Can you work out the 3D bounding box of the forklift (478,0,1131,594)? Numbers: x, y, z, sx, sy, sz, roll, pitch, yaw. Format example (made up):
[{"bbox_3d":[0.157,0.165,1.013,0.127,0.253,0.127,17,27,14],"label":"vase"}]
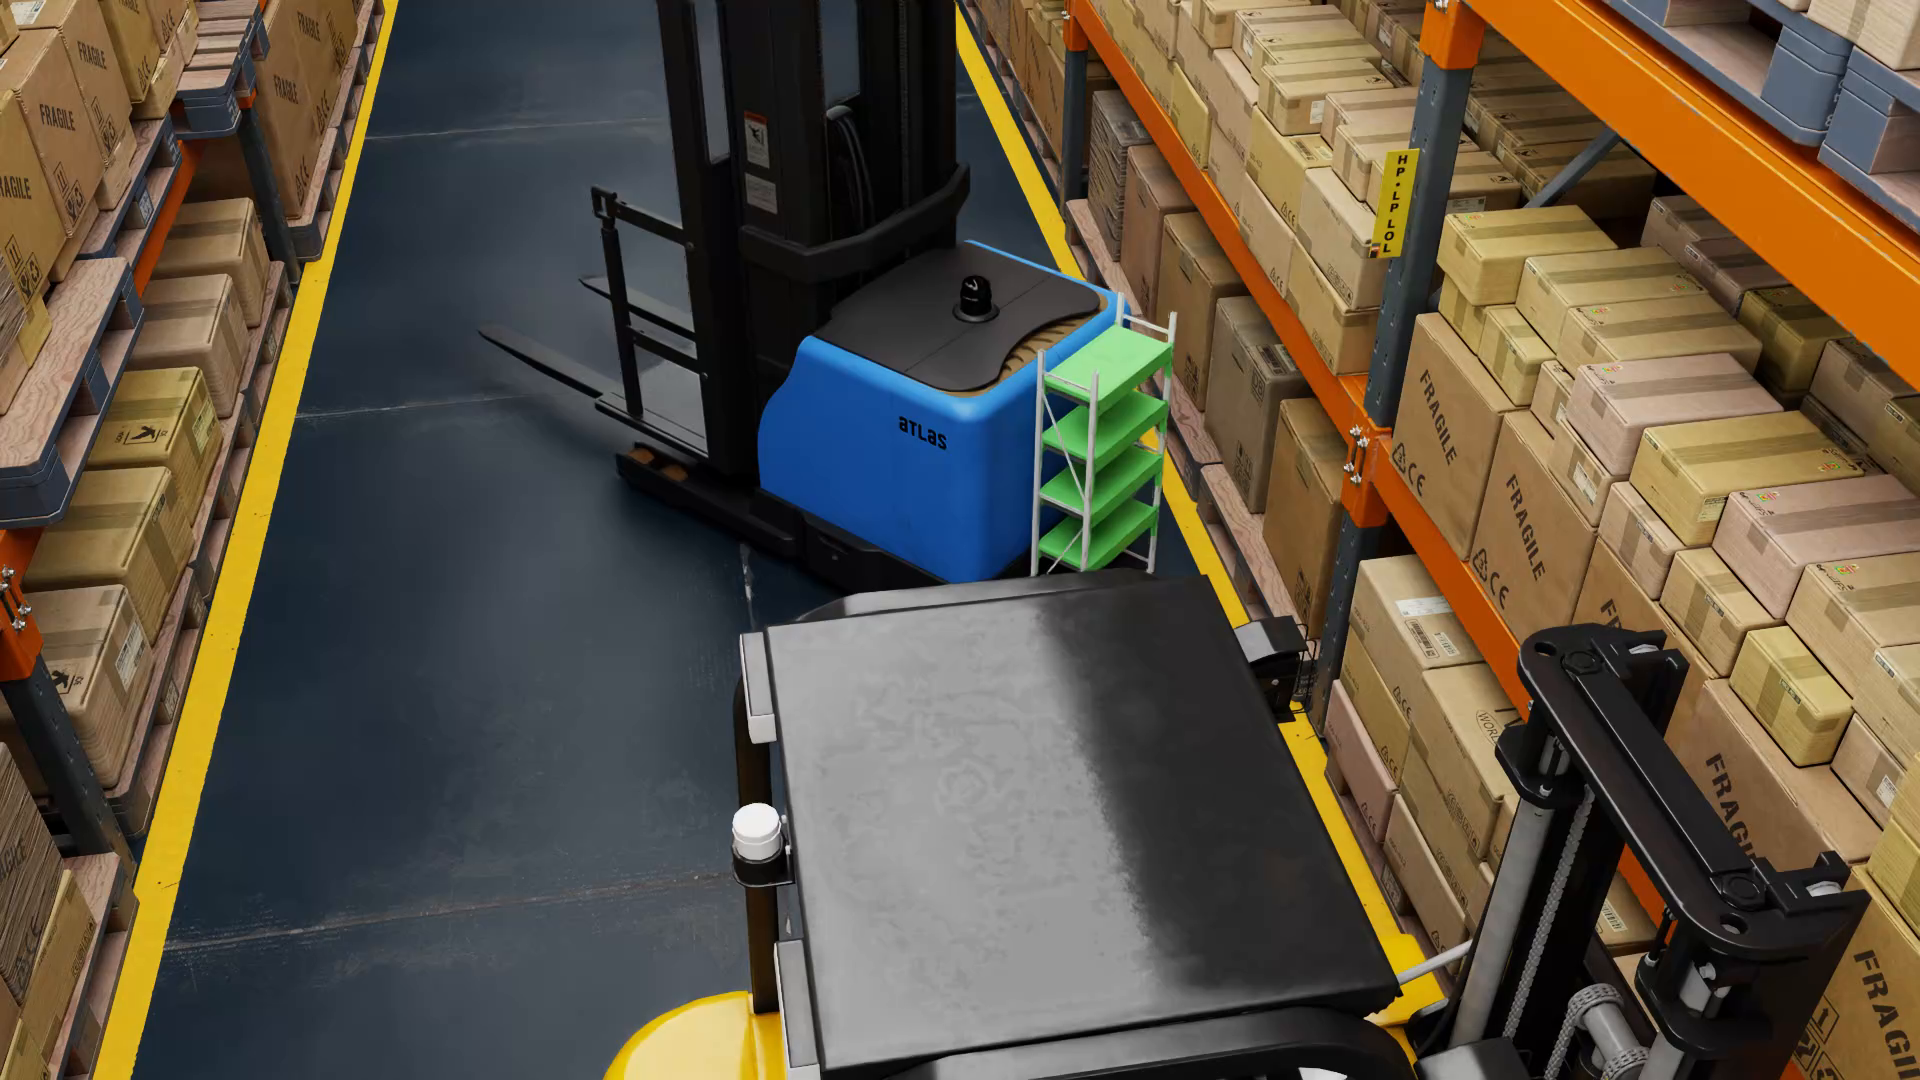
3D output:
[{"bbox_3d":[-0.820,-1.534,6.336,3.031,2.935,1.130,26,45,29],"label":"forklift"}]

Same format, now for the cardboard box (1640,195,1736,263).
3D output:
[{"bbox_3d":[2.096,-0.824,4.513,0.380,0.149,0.250,-6,38,-8],"label":"cardboard box"}]

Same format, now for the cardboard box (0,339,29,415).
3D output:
[{"bbox_3d":[-2.929,-0.469,4.772,0.380,0.149,0.250,-6,38,-7],"label":"cardboard box"}]

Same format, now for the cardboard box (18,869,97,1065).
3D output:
[{"bbox_3d":[-2.775,1.213,4.642,0.500,0.250,0.500,-5,38,-6],"label":"cardboard box"}]

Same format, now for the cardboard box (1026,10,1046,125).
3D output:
[{"bbox_3d":[0.678,-2.702,9.478,0.500,0.500,0.500,-7,38,-9],"label":"cardboard box"}]

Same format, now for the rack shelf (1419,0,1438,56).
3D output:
[{"bbox_3d":[1.392,-2.680,5.896,1.077,0.370,4.000,-6,38,-8],"label":"rack shelf"}]

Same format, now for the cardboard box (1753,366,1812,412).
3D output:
[{"bbox_3d":[2.168,-0.392,4.199,0.380,0.149,0.250,-5,38,-7],"label":"cardboard box"}]

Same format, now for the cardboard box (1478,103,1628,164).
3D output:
[{"bbox_3d":[1.897,-1.270,5.329,0.380,0.149,0.250,-7,38,-9],"label":"cardboard box"}]

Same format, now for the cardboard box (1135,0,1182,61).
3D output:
[{"bbox_3d":[1.039,-2.210,6.865,0.500,0.250,0.500,-7,38,-9],"label":"cardboard box"}]

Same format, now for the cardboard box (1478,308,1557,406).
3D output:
[{"bbox_3d":[1.587,-0.490,4.325,0.380,0.149,0.250,-5,38,-7],"label":"cardboard box"}]

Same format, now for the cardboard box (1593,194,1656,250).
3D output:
[{"bbox_3d":[1.906,-1.043,5.363,0.500,0.250,0.500,-7,38,-9],"label":"cardboard box"}]

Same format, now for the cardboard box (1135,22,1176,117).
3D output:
[{"bbox_3d":[1.059,-2.019,7.026,0.500,0.250,0.500,-7,38,-9],"label":"cardboard box"}]

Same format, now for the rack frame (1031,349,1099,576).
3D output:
[{"bbox_3d":[0.363,-0.125,5.933,0.240,1.200,0.015,25,44,29],"label":"rack frame"}]

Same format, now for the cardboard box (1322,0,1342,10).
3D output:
[{"bbox_3d":[1.586,-2.183,6.505,0.380,0.149,0.250,-5,38,-7],"label":"cardboard box"}]

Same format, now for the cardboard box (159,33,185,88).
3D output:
[{"bbox_3d":[-3.313,-1.891,6.601,0.380,0.149,0.250,-8,39,-10],"label":"cardboard box"}]

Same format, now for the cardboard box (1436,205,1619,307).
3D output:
[{"bbox_3d":[1.507,-0.760,4.430,0.380,0.149,0.250,-5,38,-7],"label":"cardboard box"}]

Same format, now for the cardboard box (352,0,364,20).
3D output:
[{"bbox_3d":[-4.358,-3.828,10.622,0.875,0.875,0.875,-5,38,-7],"label":"cardboard box"}]

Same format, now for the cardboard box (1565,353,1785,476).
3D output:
[{"bbox_3d":[1.639,-0.292,3.828,0.380,0.149,0.250,-5,38,-7],"label":"cardboard box"}]

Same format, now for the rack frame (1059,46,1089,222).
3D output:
[{"bbox_3d":[1.041,-2.987,8.150,1.000,3.000,0.127,-6,38,-8],"label":"rack frame"}]

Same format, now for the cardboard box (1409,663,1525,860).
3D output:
[{"bbox_3d":[1.598,0.590,4.630,0.500,0.250,0.500,-6,38,-8],"label":"cardboard box"}]

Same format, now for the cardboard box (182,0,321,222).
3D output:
[{"bbox_3d":[-3.884,-2.204,8.531,0.875,0.875,0.875,-7,38,-8],"label":"cardboard box"}]

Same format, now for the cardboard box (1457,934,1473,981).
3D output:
[{"bbox_3d":[1.711,1.290,4.543,0.500,0.250,0.500,-6,38,-7],"label":"cardboard box"}]

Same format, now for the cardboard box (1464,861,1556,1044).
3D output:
[{"bbox_3d":[1.691,1.086,4.399,0.500,0.250,0.500,-7,38,-8],"label":"cardboard box"}]

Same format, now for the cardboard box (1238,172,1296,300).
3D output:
[{"bbox_3d":[1.303,-1.091,5.832,0.500,0.250,0.500,-6,38,-8],"label":"cardboard box"}]

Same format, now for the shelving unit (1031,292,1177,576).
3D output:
[{"bbox_3d":[0.512,-0.243,6.085,0.258,1.200,0.503,25,44,29],"label":"shelving unit"}]

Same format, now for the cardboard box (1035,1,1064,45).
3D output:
[{"bbox_3d":[0.627,-2.855,9.146,0.380,0.149,0.250,-8,39,-10],"label":"cardboard box"}]

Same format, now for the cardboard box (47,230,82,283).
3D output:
[{"bbox_3d":[-3.093,-0.944,5.383,0.380,0.149,0.250,-6,38,-7],"label":"cardboard box"}]

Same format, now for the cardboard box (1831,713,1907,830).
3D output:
[{"bbox_3d":[1.903,0.437,3.132,0.380,0.149,0.250,-6,38,-8],"label":"cardboard box"}]

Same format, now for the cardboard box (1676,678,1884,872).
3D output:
[{"bbox_3d":[1.828,0.610,3.438,0.500,0.500,0.500,-6,38,-8],"label":"cardboard box"}]

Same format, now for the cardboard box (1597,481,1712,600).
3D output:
[{"bbox_3d":[1.674,-0.020,3.720,0.380,0.149,0.250,-7,38,-8],"label":"cardboard box"}]

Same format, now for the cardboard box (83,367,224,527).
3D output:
[{"bbox_3d":[-3.491,-0.333,6.534,0.950,0.372,0.625,-5,38,-6],"label":"cardboard box"}]

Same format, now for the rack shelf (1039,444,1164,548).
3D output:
[{"bbox_3d":[0.512,-0.193,6.124,0.258,0.148,0.480,25,44,29],"label":"rack shelf"}]

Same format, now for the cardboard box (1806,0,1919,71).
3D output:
[{"bbox_3d":[1.704,-0.979,2.806,0.396,0.266,0.258,-7,38,-9],"label":"cardboard box"}]

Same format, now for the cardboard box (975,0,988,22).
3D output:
[{"bbox_3d":[0.390,-3.643,10.689,0.500,0.500,0.500,-7,38,-9],"label":"cardboard box"}]

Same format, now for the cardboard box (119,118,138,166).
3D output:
[{"bbox_3d":[-3.206,-1.418,5.992,0.380,0.149,0.250,-7,38,-9],"label":"cardboard box"}]

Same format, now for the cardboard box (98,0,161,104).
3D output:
[{"bbox_3d":[-3.300,-1.913,6.102,0.500,0.500,0.500,-9,39,-11],"label":"cardboard box"}]

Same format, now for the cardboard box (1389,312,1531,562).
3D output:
[{"bbox_3d":[1.563,-0.315,4.628,0.500,0.500,0.500,-7,38,-9],"label":"cardboard box"}]

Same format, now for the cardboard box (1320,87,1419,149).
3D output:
[{"bbox_3d":[1.410,-1.357,5.441,0.380,0.149,0.250,-6,38,-8],"label":"cardboard box"}]

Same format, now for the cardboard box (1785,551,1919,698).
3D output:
[{"bbox_3d":[1.872,0.158,3.248,0.380,0.149,0.250,-6,38,-8],"label":"cardboard box"}]

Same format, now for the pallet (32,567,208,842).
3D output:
[{"bbox_3d":[-3.281,0.596,5.811,1.003,0.211,1.213,-6,38,-8],"label":"pallet"}]

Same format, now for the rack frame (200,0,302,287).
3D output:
[{"bbox_3d":[-3.845,-2.451,7.460,1.000,3.000,0.127,-6,38,-8],"label":"rack frame"}]

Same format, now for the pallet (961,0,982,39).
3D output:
[{"bbox_3d":[0.520,-3.815,11.488,1.003,0.211,1.213,-6,38,-8],"label":"pallet"}]

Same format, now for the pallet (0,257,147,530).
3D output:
[{"bbox_3d":[-3.134,-0.437,5.023,1.003,0.211,1.213,-6,38,-8],"label":"pallet"}]

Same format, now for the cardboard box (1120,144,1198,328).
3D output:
[{"bbox_3d":[1.260,-1.443,7.756,0.875,0.625,0.625,-5,38,-6],"label":"cardboard box"}]

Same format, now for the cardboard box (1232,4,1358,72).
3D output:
[{"bbox_3d":[1.211,-1.818,6.035,0.380,0.149,0.250,-6,38,-8],"label":"cardboard box"}]

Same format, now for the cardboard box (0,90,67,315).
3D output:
[{"bbox_3d":[-3.032,-0.974,4.893,0.500,0.500,0.500,-6,38,-8],"label":"cardboard box"}]

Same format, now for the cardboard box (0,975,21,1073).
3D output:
[{"bbox_3d":[-2.685,1.224,4.017,0.500,0.500,0.500,-6,38,-7],"label":"cardboard box"}]

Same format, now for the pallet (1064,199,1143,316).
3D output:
[{"bbox_3d":[1.147,-1.385,8.360,1.003,0.211,1.213,-6,38,-8],"label":"pallet"}]

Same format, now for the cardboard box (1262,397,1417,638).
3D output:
[{"bbox_3d":[1.640,-0.113,6.044,0.875,0.625,0.625,-5,38,-6],"label":"cardboard box"}]

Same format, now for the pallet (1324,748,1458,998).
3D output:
[{"bbox_3d":[1.841,1.015,5.272,1.003,0.211,1.213,-6,38,-8],"label":"pallet"}]

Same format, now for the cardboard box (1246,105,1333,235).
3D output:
[{"bbox_3d":[1.308,-1.288,5.678,0.500,0.250,0.500,-7,38,-9],"label":"cardboard box"}]

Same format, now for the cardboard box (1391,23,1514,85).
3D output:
[{"bbox_3d":[1.770,-1.726,5.916,0.380,0.149,0.250,-6,38,-8],"label":"cardboard box"}]

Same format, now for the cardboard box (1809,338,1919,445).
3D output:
[{"bbox_3d":[2.264,-0.365,3.922,0.380,0.149,0.250,-7,38,-9],"label":"cardboard box"}]

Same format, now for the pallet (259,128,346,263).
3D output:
[{"bbox_3d":[-3.909,-1.834,8.939,1.003,0.211,1.213,-6,38,-8],"label":"pallet"}]

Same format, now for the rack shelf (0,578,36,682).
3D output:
[{"bbox_3d":[-2.793,1.457,3.016,1.077,0.370,4.000,-6,38,-8],"label":"rack shelf"}]

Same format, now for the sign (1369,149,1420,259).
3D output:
[{"bbox_3d":[1.210,-0.933,4.627,0.100,0.325,0.005,-6,38,-8],"label":"sign"}]
